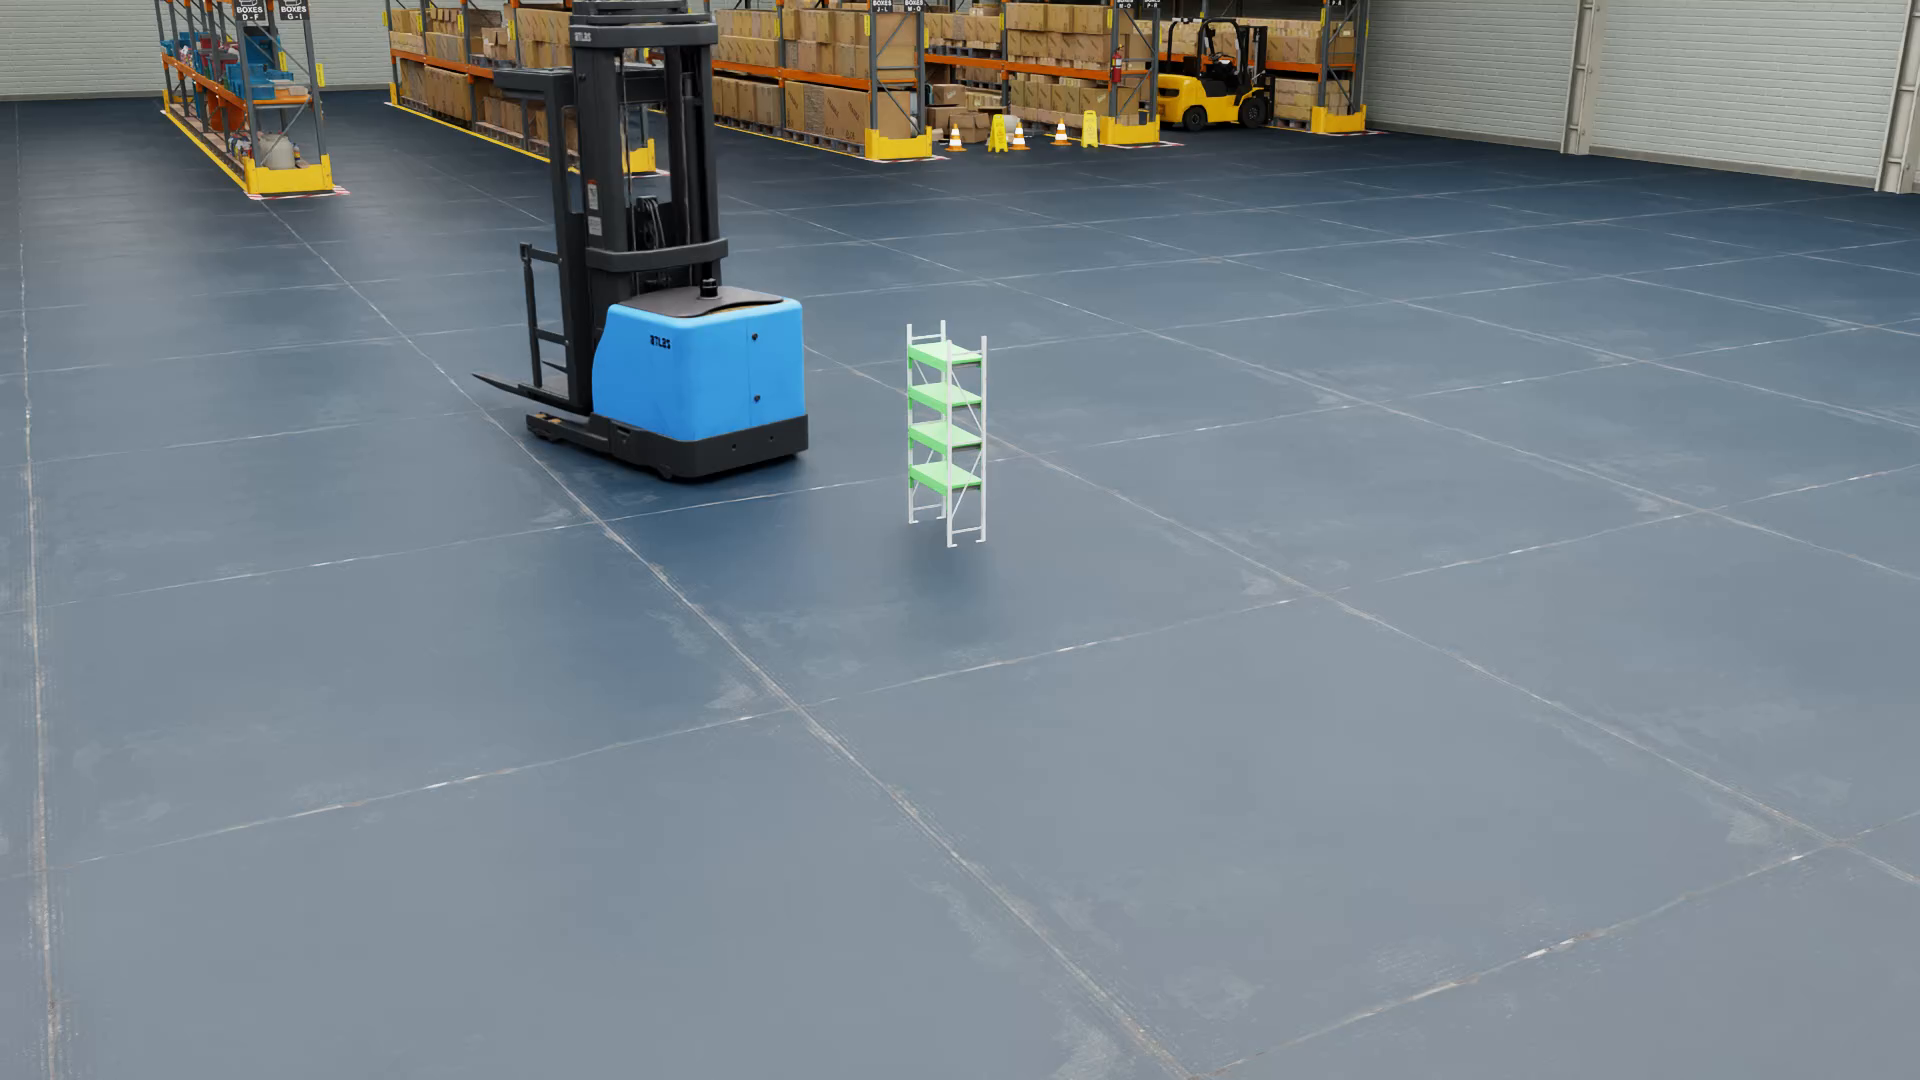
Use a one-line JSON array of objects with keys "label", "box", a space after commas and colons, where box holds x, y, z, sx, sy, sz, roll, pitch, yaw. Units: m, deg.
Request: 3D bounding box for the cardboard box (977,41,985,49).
[{"label": "cardboard box", "box": [0.581, -10.370, 34.825, 0.380, 0.149, 0.250, -10, 22, -28]}]

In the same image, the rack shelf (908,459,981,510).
[{"label": "rack shelf", "box": [-0.079, -0.327, 9.673, 0.258, 0.148, 0.480, -10, 21, -27]}]

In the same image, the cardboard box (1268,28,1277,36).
[{"label": "cardboard box", "box": [6.556, -10.434, 34.123, 0.380, 0.149, 0.250, -10, 21, -26]}]

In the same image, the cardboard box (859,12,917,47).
[{"label": "cardboard box", "box": [-1.219, -8.788, 28.615, 0.875, 0.550, 0.550, -10, 21, -27]}]

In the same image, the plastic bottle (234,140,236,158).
[{"label": "plastic bottle", "box": [-11.599, -6.256, 26.652, 0.061, 0.283, 0.133, -9, 21, -24]}]

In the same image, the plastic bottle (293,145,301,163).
[{"label": "plastic bottle", "box": [-10.436, -6.074, 26.145, 0.097, 0.271, 0.097, 0, 19, 0]}]

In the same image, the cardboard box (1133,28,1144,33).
[{"label": "cardboard box", "box": [4.264, -11.659, 38.285, 0.500, 0.250, 0.500, -11, 22, -28]}]

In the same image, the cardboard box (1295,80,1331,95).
[{"label": "cardboard box", "box": [7.105, -9.115, 33.486, 0.500, 0.250, 0.500, -9, 21, -25]}]

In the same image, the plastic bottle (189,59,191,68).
[{"label": "plastic bottle", "box": [-14.687, -9.138, 31.819, 0.097, 0.201, 0.097, 0, 19, 0]}]

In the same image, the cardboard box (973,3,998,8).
[{"label": "cardboard box", "box": [0.691, -14.074, 44.445, 0.500, 0.500, 0.500, -9, 21, -25]}]

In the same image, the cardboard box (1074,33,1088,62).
[{"label": "cardboard box", "box": [2.497, -9.335, 31.477, 0.500, 0.500, 0.500, -10, 21, -27]}]

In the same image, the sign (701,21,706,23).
[{"label": "sign", "box": [-5.349, -10.814, 34.717, 0.100, 0.325, 0.005, -10, 21, -27]}]

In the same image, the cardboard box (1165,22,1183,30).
[{"label": "cardboard box", "box": [4.822, -11.515, 37.256, 0.380, 0.149, 0.250, -11, 22, -28]}]

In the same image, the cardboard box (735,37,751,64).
[{"label": "cardboard box", "box": [-4.183, -9.833, 33.377, 0.500, 0.500, 0.500, -10, 22, -27]}]

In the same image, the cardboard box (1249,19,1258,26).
[{"label": "cardboard box", "box": [6.270, -10.807, 34.749, 0.380, 0.149, 0.250, -10, 21, -27]}]

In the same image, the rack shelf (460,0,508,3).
[{"label": "rack shelf", "box": [-10.239, -11.303, 34.294, 1.077, 0.370, 4.000, -10, 21, -27]}]

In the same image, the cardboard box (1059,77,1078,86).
[{"label": "cardboard box", "box": [2.148, -8.883, 32.202, 0.380, 0.149, 0.250, -9, 21, -24]}]

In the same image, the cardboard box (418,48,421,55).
[{"label": "cardboard box", "box": [-11.744, -10.792, 36.692, 0.380, 0.149, 0.250, -10, 21, -26]}]

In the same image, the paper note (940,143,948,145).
[{"label": "paper note", "box": [-0.308, -7.391, 31.006, 0.144, 0.017, 0.142, -3, 19, -8]}]

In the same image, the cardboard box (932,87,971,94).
[{"label": "cardboard box", "box": [-0.308, -9.979, 37.336, 0.950, 0.372, 0.625, -12, 22, -30]}]

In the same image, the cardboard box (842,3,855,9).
[{"label": "cardboard box", "box": [-2.511, -12.684, 40.104, 0.500, 0.500, 0.500, -10, 21, -26]}]

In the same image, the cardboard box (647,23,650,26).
[{"label": "cardboard box", "box": [-6.855, -11.636, 37.584, 0.380, 0.149, 0.250, -9, 21, -25]}]

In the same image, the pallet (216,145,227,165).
[{"label": "pallet", "box": [-12.156, -6.637, 28.542, 1.003, 0.211, 1.213, -10, 21, -27]}]

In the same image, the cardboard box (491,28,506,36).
[{"label": "cardboard box", "box": [-8.644, -9.603, 32.067, 0.700, 0.500, 0.500, -7, 20, -19]}]

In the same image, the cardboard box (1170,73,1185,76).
[{"label": "cardboard box", "box": [5.079, -10.256, 37.751, 0.875, 0.625, 0.625, -10, 22, -27]}]

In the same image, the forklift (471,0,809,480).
[{"label": "forklift", "box": [-2.413, -2.169, 11.424, 1.130, 2.935, 3.031, -18, 26, -42]}]

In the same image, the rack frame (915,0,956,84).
[{"label": "rack frame", "box": [-0.568, -11.186, 37.451, 1.000, 3.000, 0.127, -10, 21, -27]}]

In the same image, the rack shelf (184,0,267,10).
[{"label": "rack shelf", "box": [-12.698, -9.388, 28.743, 1.077, 0.370, 4.000, -10, 21, -27]}]

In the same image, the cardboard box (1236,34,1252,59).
[{"label": "cardboard box", "box": [6.183, -10.395, 35.005, 0.500, 0.500, 0.500, -10, 22, -27]}]

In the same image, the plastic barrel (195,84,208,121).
[{"label": "plastic barrel", "box": [-14.968, -8.877, 33.331, 0.600, 0.901, 0.708, -10, 21, -27]}]

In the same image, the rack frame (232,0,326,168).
[{"label": "rack frame", "box": [-9.849, -6.587, 24.123, 1.000, 3.000, 0.127, -10, 21, -27]}]

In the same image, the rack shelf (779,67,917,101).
[{"label": "rack shelf", "box": [-2.027, -8.328, 30.270, 1.077, 0.370, 4.000, -10, 21, -27]}]

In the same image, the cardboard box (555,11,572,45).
[{"label": "cardboard box", "box": [-6.211, -8.277, 26.879, 0.500, 0.500, 0.500, -10, 21, -27]}]

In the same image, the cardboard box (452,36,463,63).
[{"label": "cardboard box", "box": [-9.973, -9.946, 33.703, 0.500, 0.500, 0.500, -10, 22, -27]}]

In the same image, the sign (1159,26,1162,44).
[{"label": "sign", "box": [3.709, -9.383, 30.898, 0.100, 0.325, 0.005, -10, 21, -27]}]

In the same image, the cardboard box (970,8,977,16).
[{"label": "cardboard box", "box": [0.424, -11.099, 34.952, 0.380, 0.149, 0.250, -11, 22, -29]}]

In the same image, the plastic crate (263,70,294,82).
[{"label": "plastic crate", "box": [-10.984, -7.390, 26.677, 0.499, 0.251, 0.616, -10, 21, -27]}]

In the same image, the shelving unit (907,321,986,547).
[{"label": "shelving unit", "box": [-0.079, -0.615, 9.573, 0.258, 1.200, 0.503, -10, 21, -27]}]

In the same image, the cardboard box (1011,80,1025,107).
[{"label": "cardboard box", "box": [1.374, -9.080, 33.769, 0.500, 0.500, 0.500, -9, 21, -24]}]

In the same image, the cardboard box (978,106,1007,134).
[{"label": "cardboard box", "box": [0.643, -8.339, 33.028, 0.500, 0.500, 0.500, 4, 19, 11]}]

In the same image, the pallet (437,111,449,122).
[{"label": "pallet", "box": [-10.756, -9.271, 36.177, 1.003, 0.211, 1.213, -10, 21, -27]}]

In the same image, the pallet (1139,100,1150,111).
[{"label": "pallet", "box": [4.731, -10.046, 38.421, 1.003, 0.211, 1.213, -10, 21, -27]}]

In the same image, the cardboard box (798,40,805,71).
[{"label": "cardboard box", "box": [-2.510, -9.055, 31.043, 0.875, 0.550, 0.550, -10, 21, -27]}]

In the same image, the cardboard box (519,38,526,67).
[{"label": "cardboard box", "box": [-7.230, -8.552, 29.208, 0.875, 0.500, 0.500, -10, 21, -27]}]

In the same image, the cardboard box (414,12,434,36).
[{"label": "cardboard box", "box": [-11.642, -11.314, 36.446, 0.500, 0.500, 0.500, -9, 21, -25]}]

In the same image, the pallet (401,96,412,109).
[{"label": "pallet", "box": [-12.639, -10.412, 39.482, 1.003, 0.211, 1.213, -10, 21, -27]}]

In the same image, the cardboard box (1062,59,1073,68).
[{"label": "cardboard box", "box": [2.196, -9.201, 32.084, 0.380, 0.149, 0.250, -10, 22, -27]}]

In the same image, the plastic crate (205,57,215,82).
[{"label": "plastic crate", "box": [-12.546, -7.997, 28.232, 0.392, 0.384, 0.575, -10, 21, -27]}]

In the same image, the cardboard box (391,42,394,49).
[{"label": "cardboard box", "box": [-13.210, -11.676, 39.255, 0.380, 0.149, 0.250, -10, 21, -26]}]

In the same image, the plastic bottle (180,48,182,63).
[{"label": "plastic bottle", "box": [-15.685, -9.767, 33.518, 0.061, 0.283, 0.133, -10, 21, -27]}]
